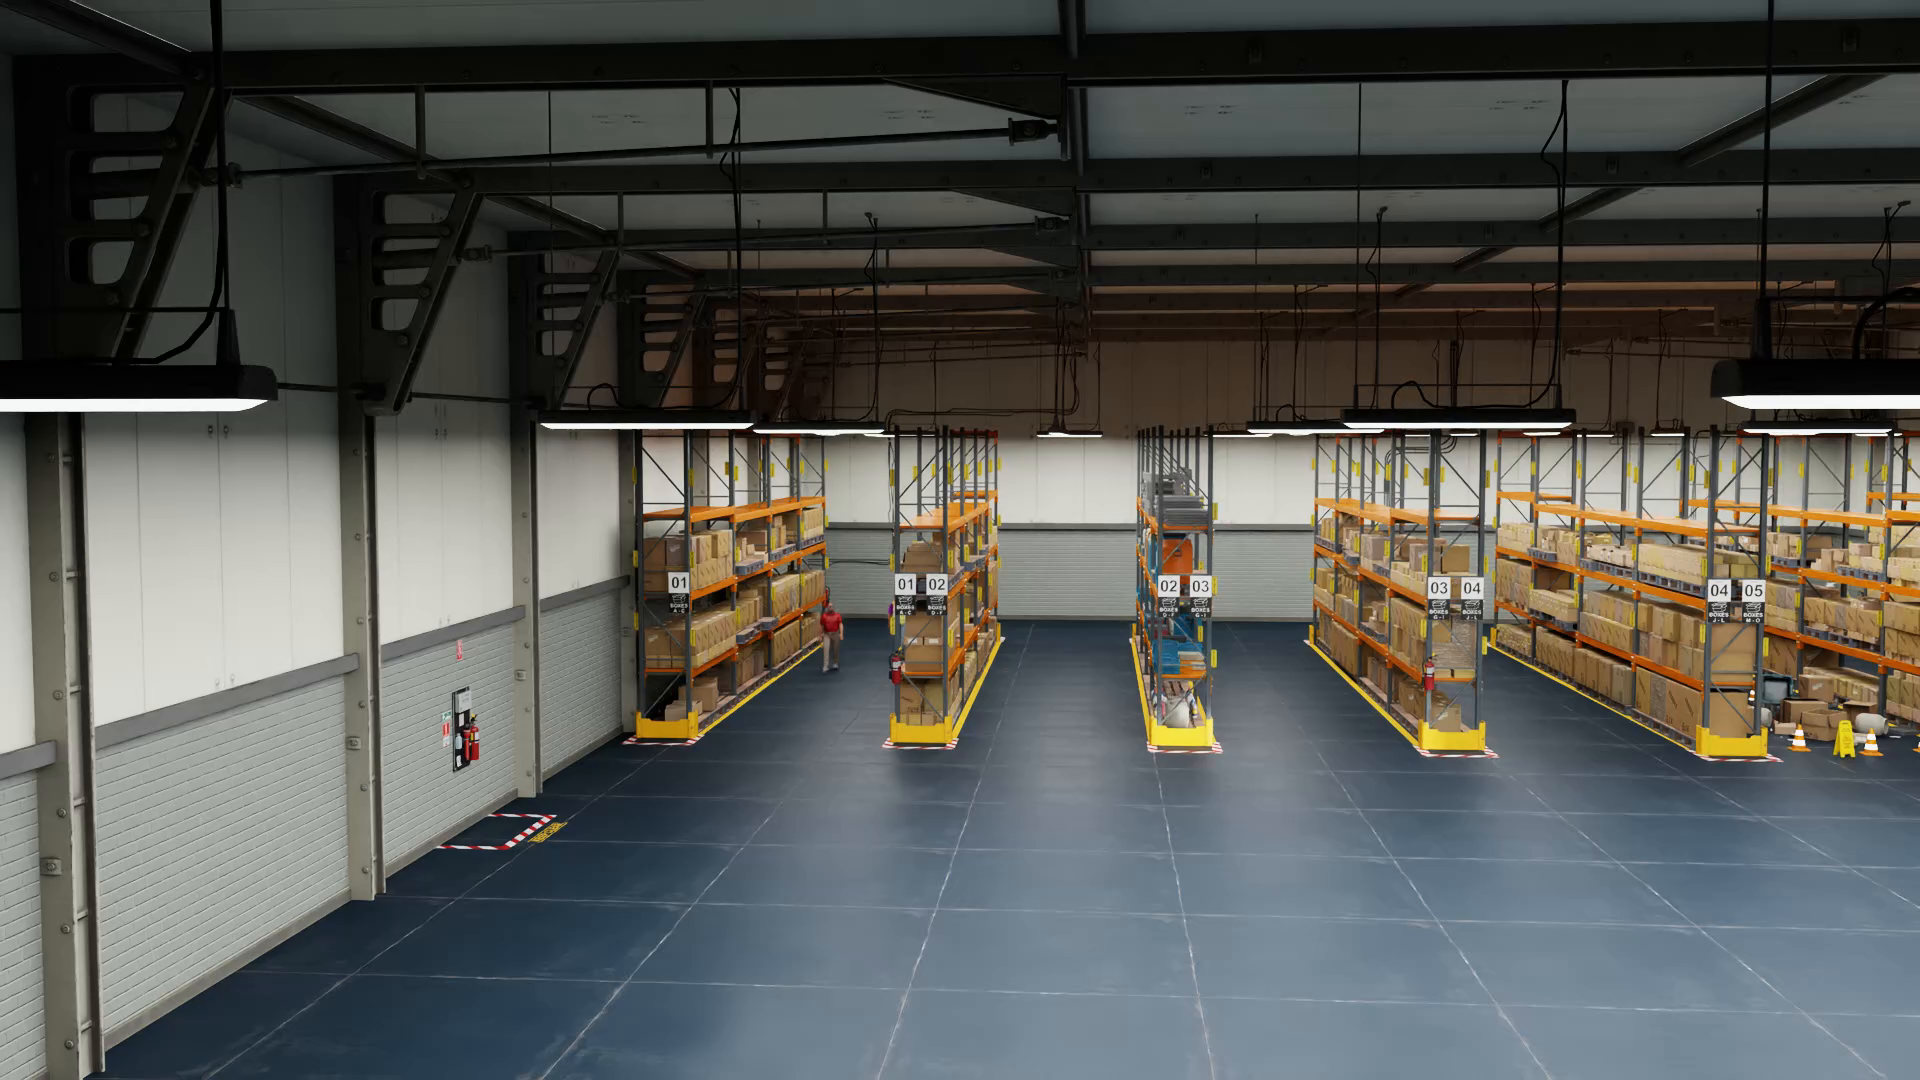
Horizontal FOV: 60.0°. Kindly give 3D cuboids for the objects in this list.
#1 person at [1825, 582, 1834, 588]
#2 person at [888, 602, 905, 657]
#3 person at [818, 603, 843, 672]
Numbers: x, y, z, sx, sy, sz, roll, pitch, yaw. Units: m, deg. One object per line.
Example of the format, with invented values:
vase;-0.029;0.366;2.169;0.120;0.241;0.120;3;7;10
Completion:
person;24.473;2.049;46.737;1.019;1.731;0.559;0;3;4
person;-1.613;2.207;43.949;0.589;1.704;1.076;0;3;8
person;-3.202;2.389;41.173;0.614;1.654;1.062;0;3;-5
